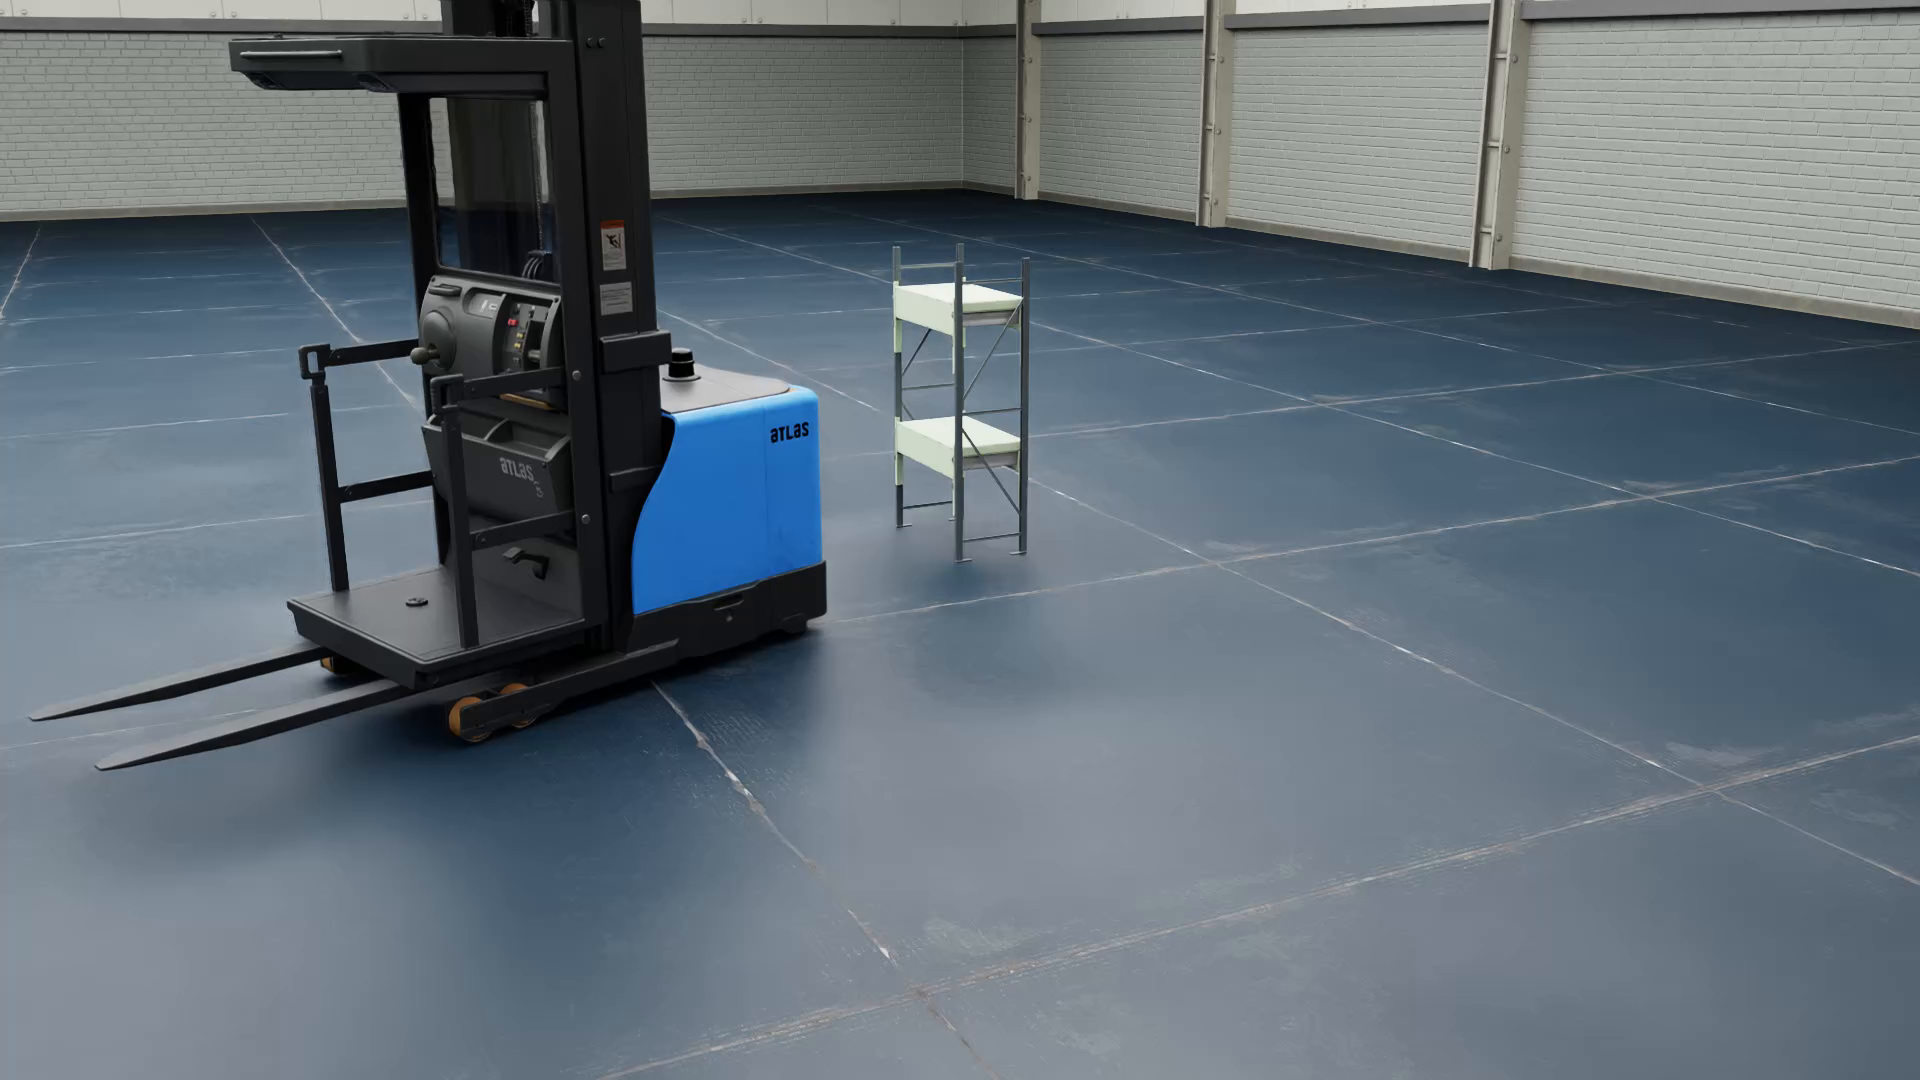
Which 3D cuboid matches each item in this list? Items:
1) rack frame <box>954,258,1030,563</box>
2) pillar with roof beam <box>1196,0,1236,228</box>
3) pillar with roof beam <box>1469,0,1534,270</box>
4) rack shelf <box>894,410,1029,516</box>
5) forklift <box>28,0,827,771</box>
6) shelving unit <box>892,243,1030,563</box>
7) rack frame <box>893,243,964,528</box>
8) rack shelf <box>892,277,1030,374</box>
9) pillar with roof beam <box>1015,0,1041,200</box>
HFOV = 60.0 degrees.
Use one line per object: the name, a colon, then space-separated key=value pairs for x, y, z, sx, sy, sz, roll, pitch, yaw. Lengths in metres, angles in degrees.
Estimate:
rack frame: x=0.157 y=-0.632 z=8.233 sx=0.400 sy=1.500 sz=0.023 roll=-8 pitch=18 yaw=-25
pillar with roof beam: x=-0.005 y=-8.636 z=22.530 sx=9.100 sy=9.000 sz=0.400 roll=-8 pitch=18 yaw=-25
pillar with roof beam: x=2.624 y=-7.148 z=17.346 sx=9.100 sy=9.000 sz=0.400 roll=-8 pitch=18 yaw=-25
rack shelf: x=-0.003 y=-0.409 z=8.639 sx=0.431 sy=0.370 sz=0.720 roll=-8 pitch=18 yaw=-25
forklift: x=-1.970 y=-0.820 z=6.294 sx=1.130 sy=2.935 sz=3.031 roll=15 pitch=22 yaw=41
shelving unit: x=-0.003 y=-0.723 z=8.550 sx=0.431 sy=1.500 sz=0.755 roll=-8 pitch=18 yaw=-25
rack frame: x=-0.163 y=-0.813 z=8.866 sx=0.400 sy=1.500 sz=0.023 roll=-8 pitch=18 yaw=-25
rack shelf: x=-0.003 y=-1.098 z=8.442 sx=0.431 sy=0.370 sz=0.720 roll=-8 pitch=18 yaw=-25
pillar with roof beam: x=-2.633 y=-10.124 z=27.715 sx=9.100 sy=9.000 sz=0.400 roll=-8 pitch=18 yaw=-25
